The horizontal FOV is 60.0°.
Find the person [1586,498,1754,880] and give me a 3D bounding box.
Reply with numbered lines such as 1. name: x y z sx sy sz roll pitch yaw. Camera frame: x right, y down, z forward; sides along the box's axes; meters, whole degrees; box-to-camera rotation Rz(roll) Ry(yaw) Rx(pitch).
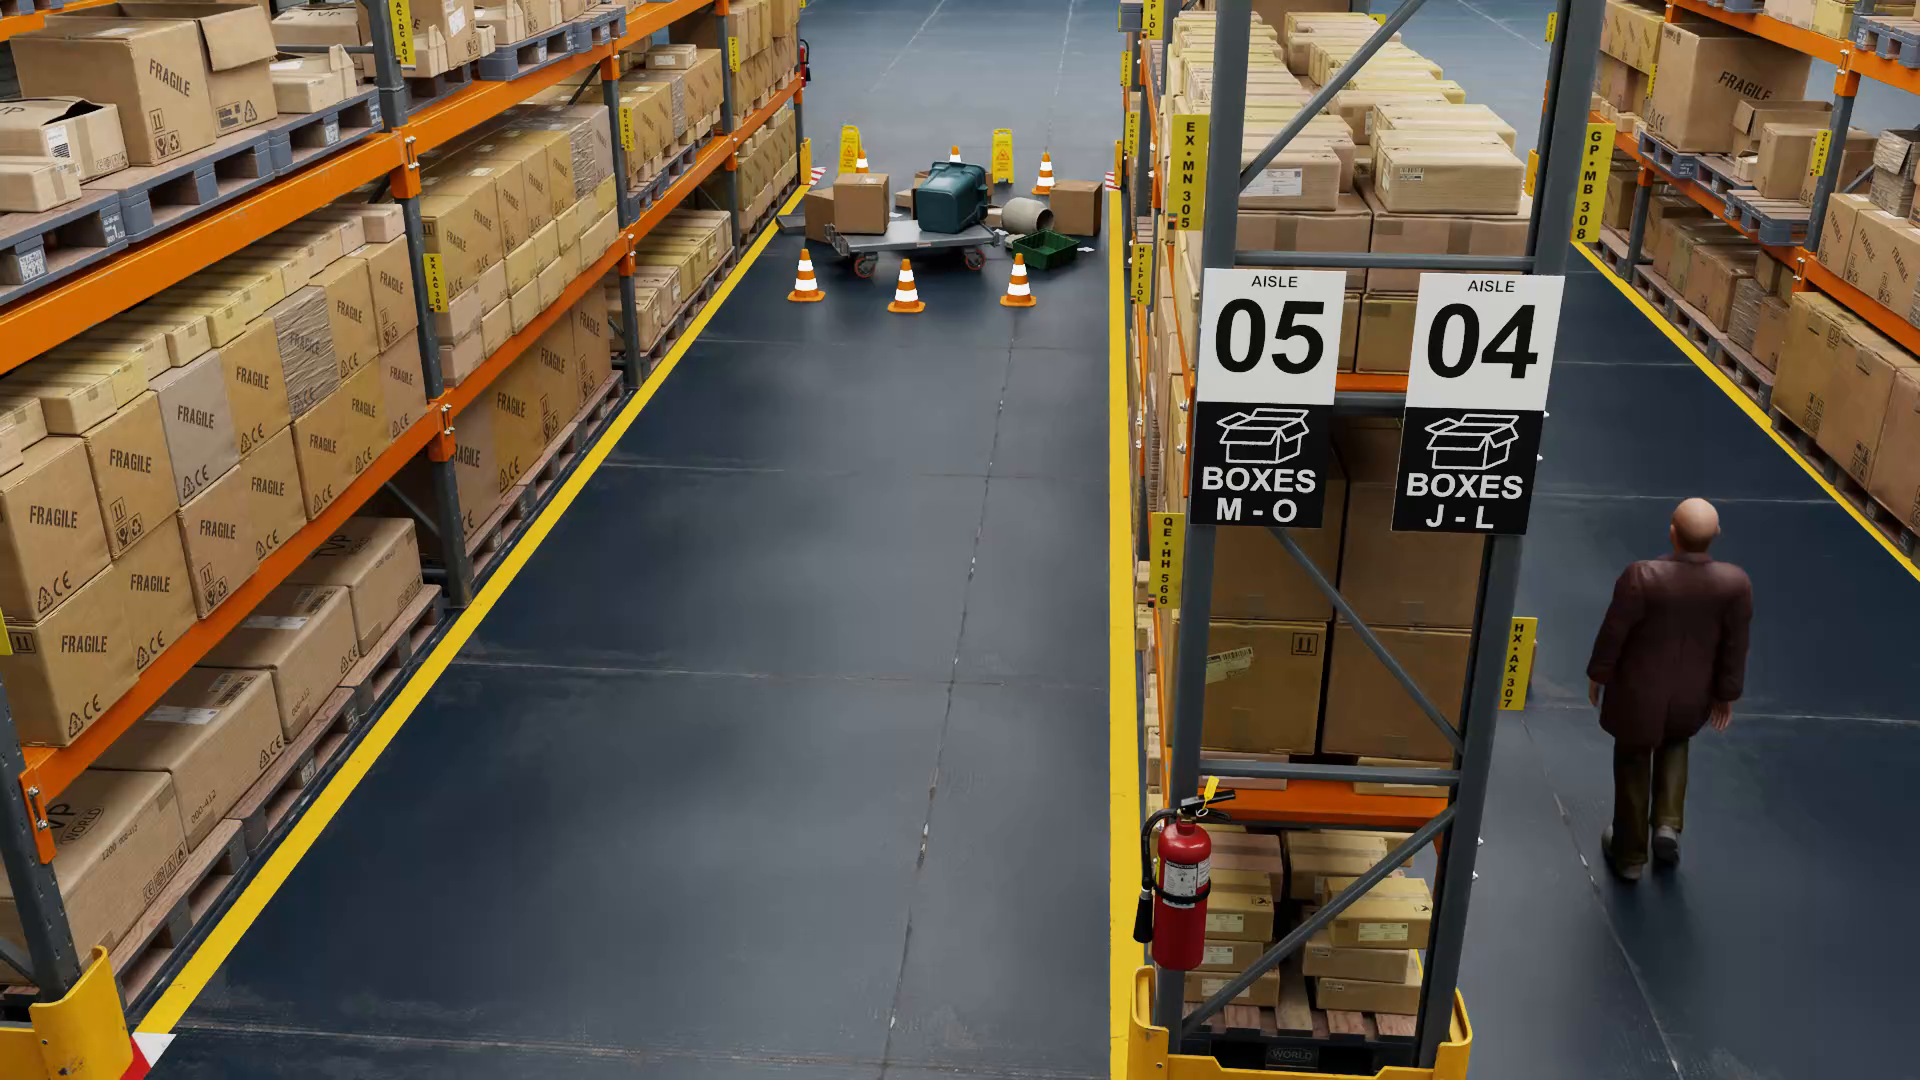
1. person: 3.020 0.625 7.195 0.610 1.803 0.479 2 24 5
